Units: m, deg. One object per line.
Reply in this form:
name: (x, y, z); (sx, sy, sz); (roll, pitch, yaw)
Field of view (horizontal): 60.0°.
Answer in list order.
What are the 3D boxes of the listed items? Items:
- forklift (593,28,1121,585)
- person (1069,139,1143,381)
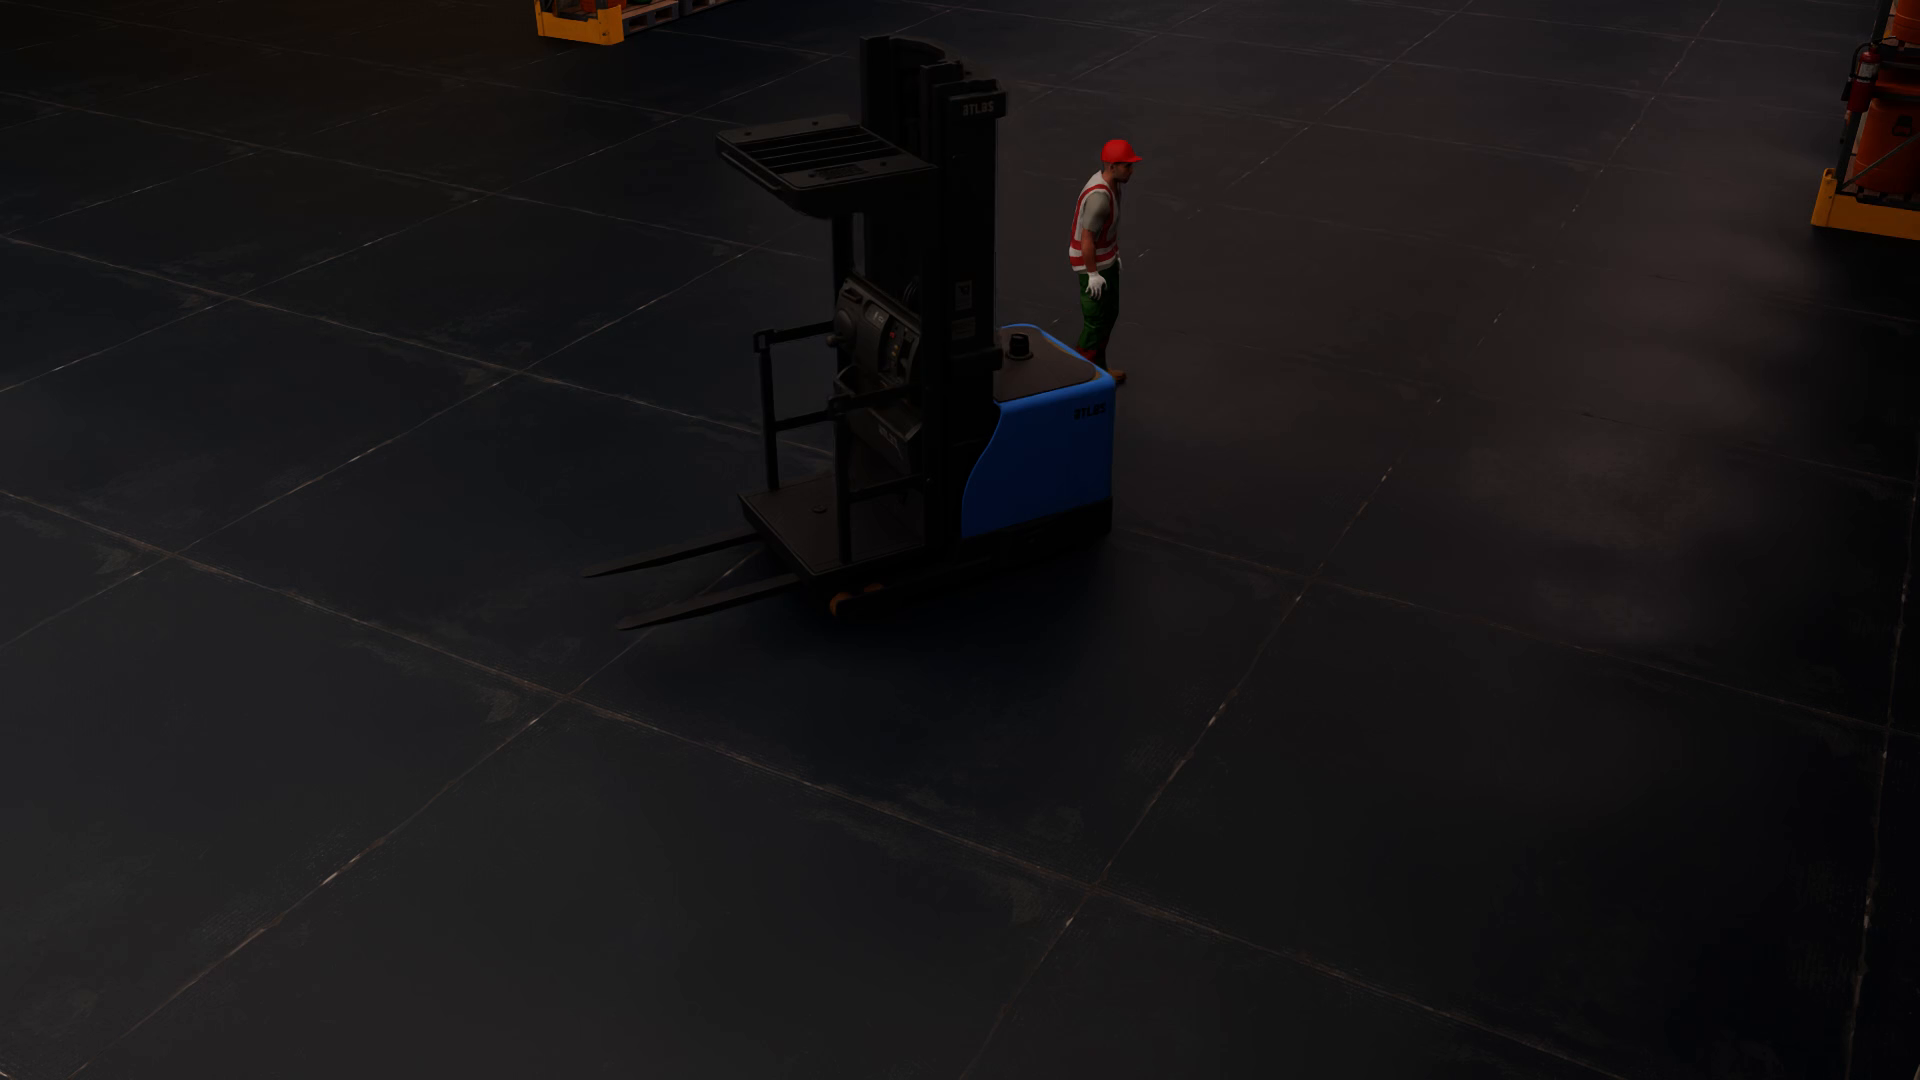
forklift: (-0.610, -1.275, 9.279); (3.031, 2.935, 1.130); (0, 30, 1)
person: (0.992, -1.893, 11.507); (0.453, 1.778, 0.616); (10, 31, 16)
